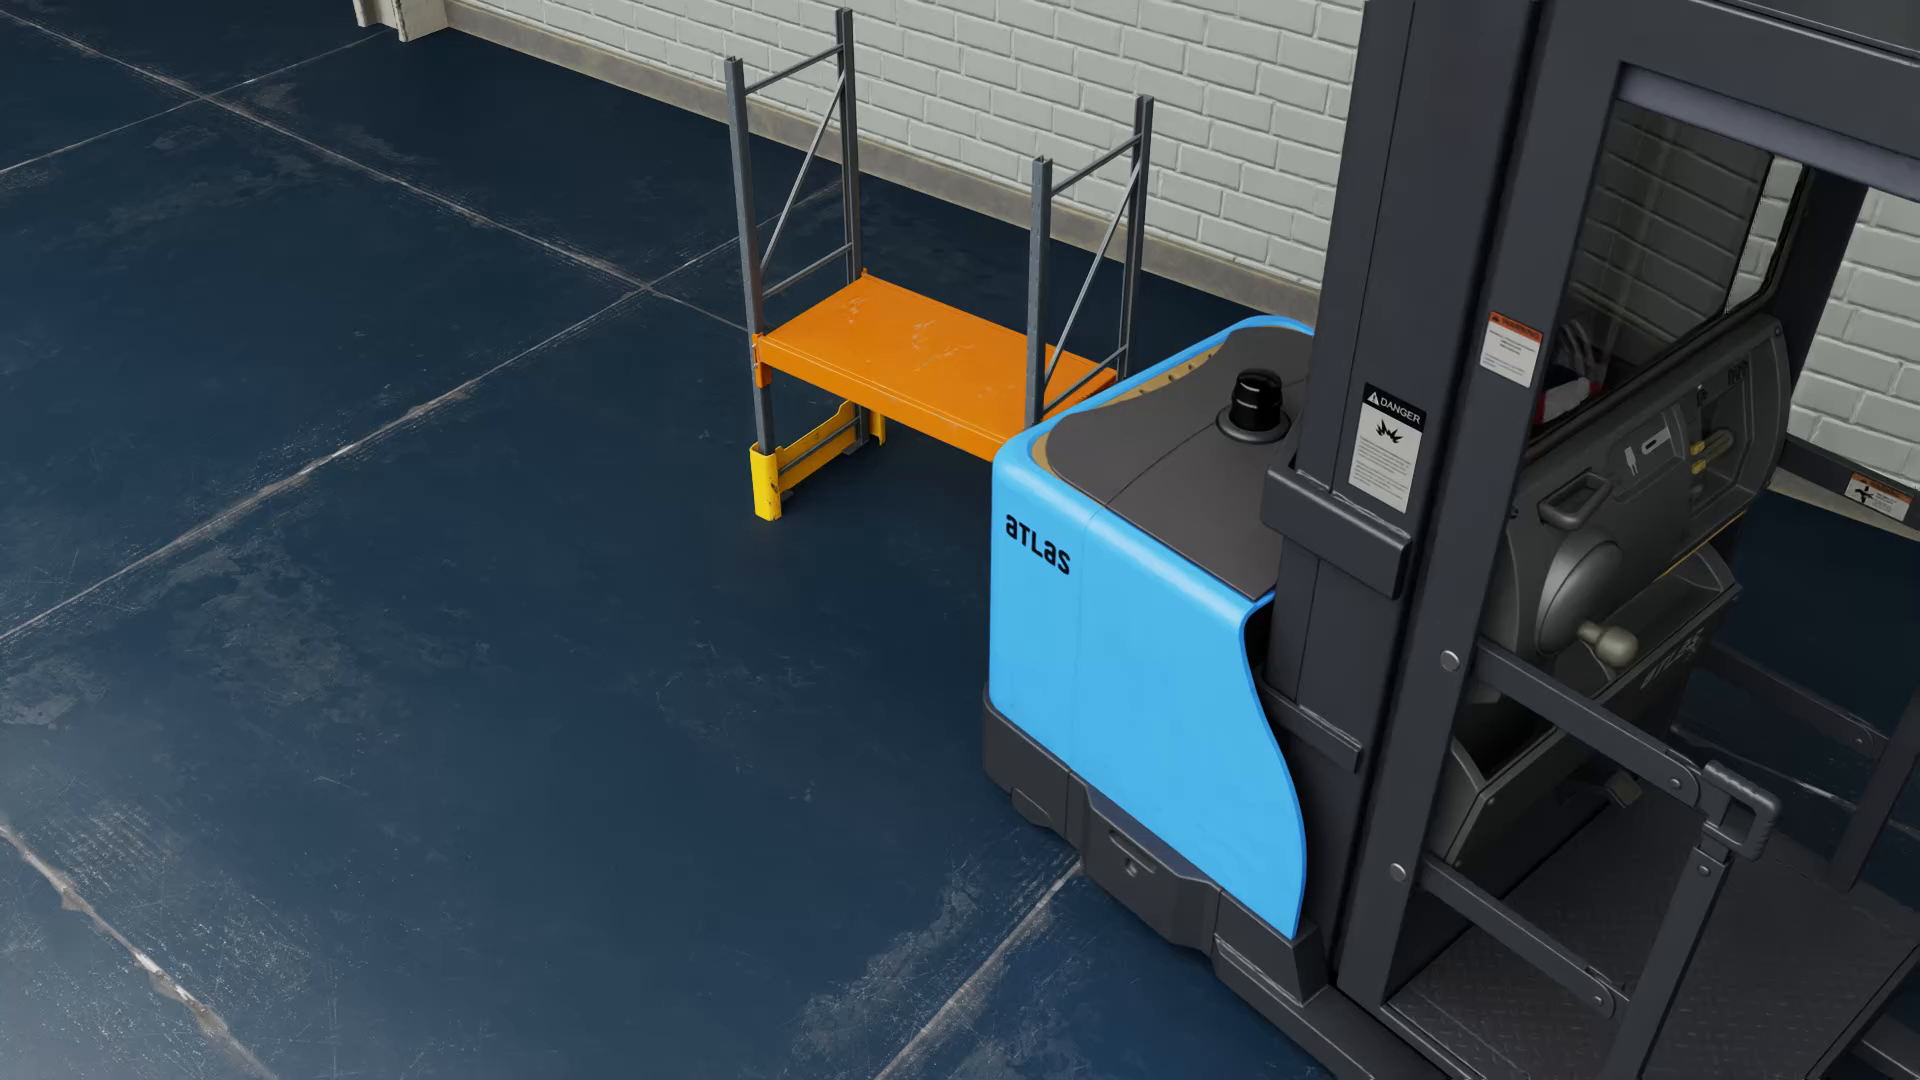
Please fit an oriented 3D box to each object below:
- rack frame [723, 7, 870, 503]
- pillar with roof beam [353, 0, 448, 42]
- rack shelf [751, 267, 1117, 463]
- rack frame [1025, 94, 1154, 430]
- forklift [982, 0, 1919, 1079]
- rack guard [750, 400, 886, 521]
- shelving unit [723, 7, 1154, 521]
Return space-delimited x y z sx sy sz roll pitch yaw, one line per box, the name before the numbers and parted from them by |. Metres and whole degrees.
rack frame | -0.472 -0.813 5.072 0.032 1.500 0.500 25 45 29
pillar with roof beam | -5.512 -4.129 3.225 0.400 9.000 9.100 25 45 29
rack shelf | -0.068 -0.481 4.939 1.000 0.185 0.538 25 45 29
rack frame | 0.336 -0.432 4.585 0.032 1.500 0.500 25 45 29
forklift | 1.406 -0.032 2.913 1.130 2.935 3.031 -28 46 -31
rack guard | -0.456 -0.313 5.448 0.087 0.250 0.587 25 45 29
shelving unit | -0.061 -0.619 4.824 1.083 1.500 0.587 25 45 29
